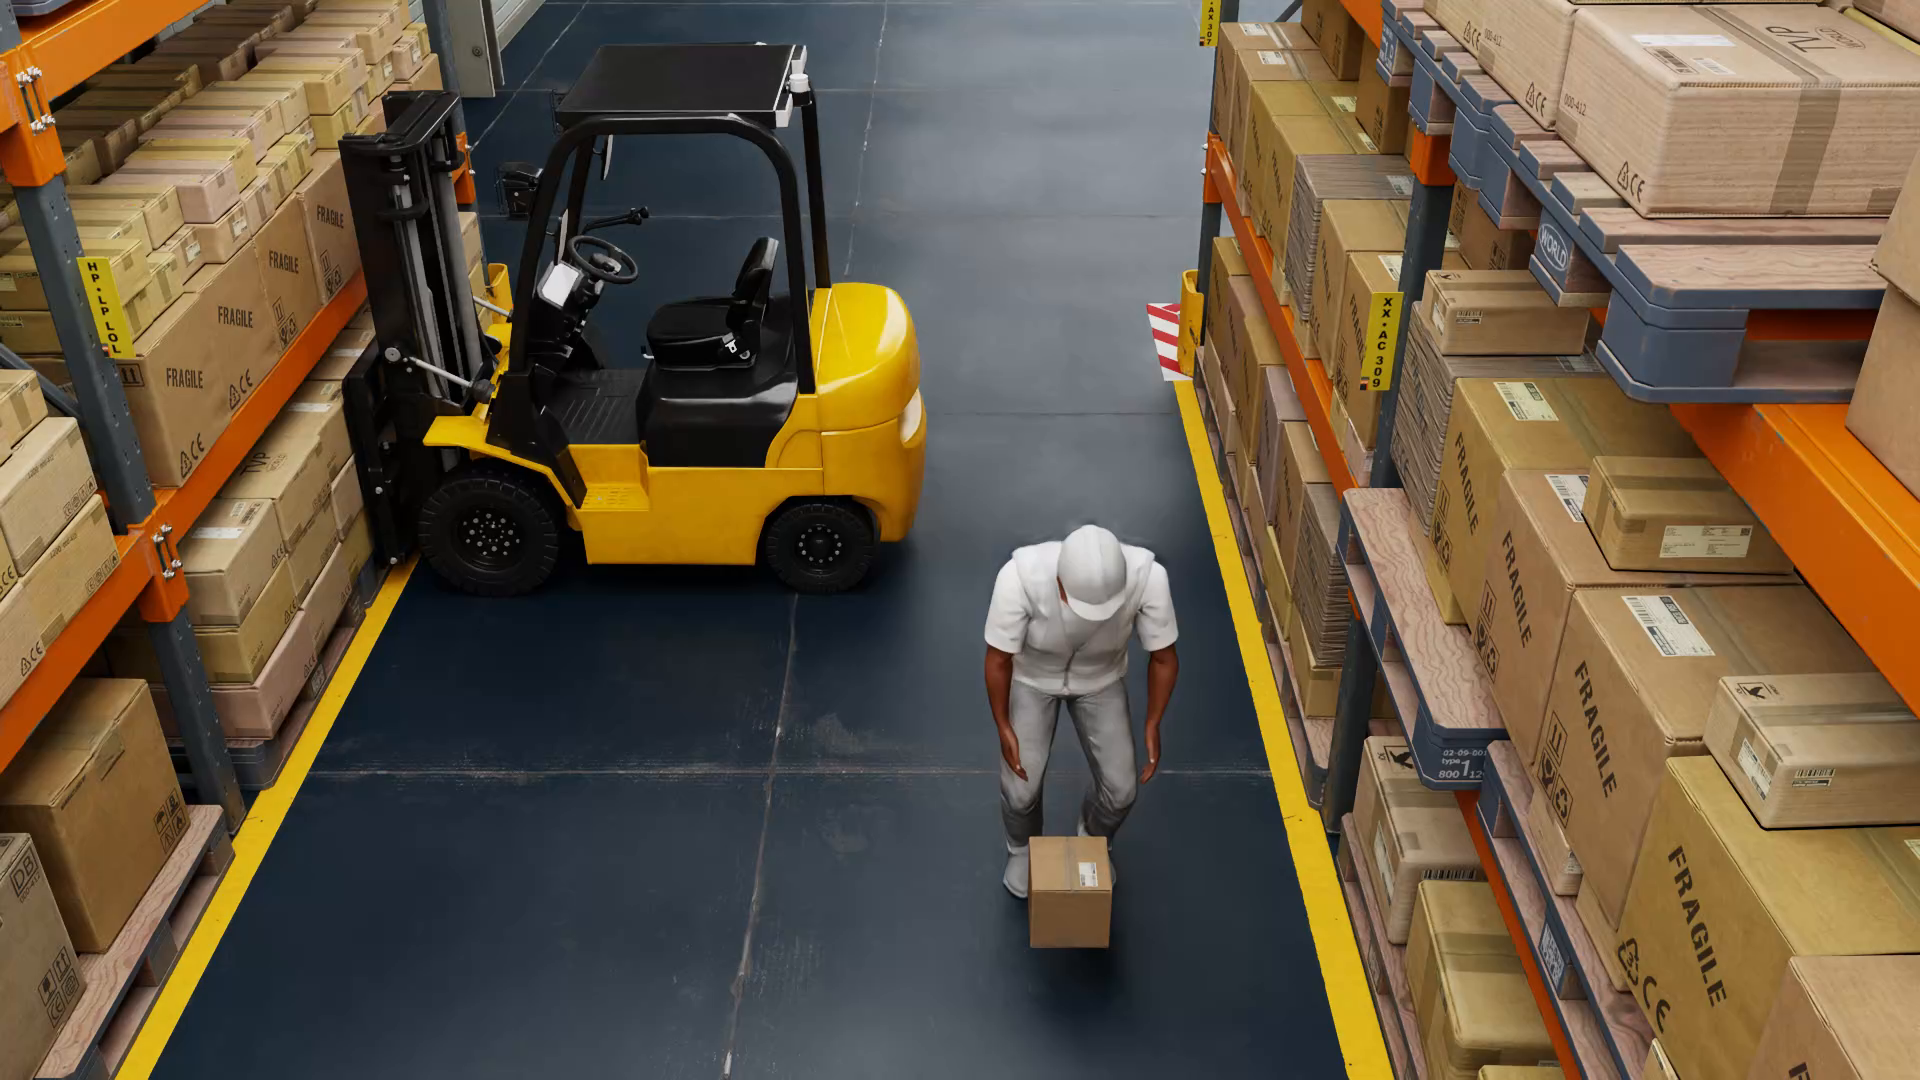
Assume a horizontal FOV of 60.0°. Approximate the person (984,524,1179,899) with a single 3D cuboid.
[{"bbox_3d":[0.389,0.521,5.471,0.625,1.543,0.666,0,31,0],"label":"person"}]
